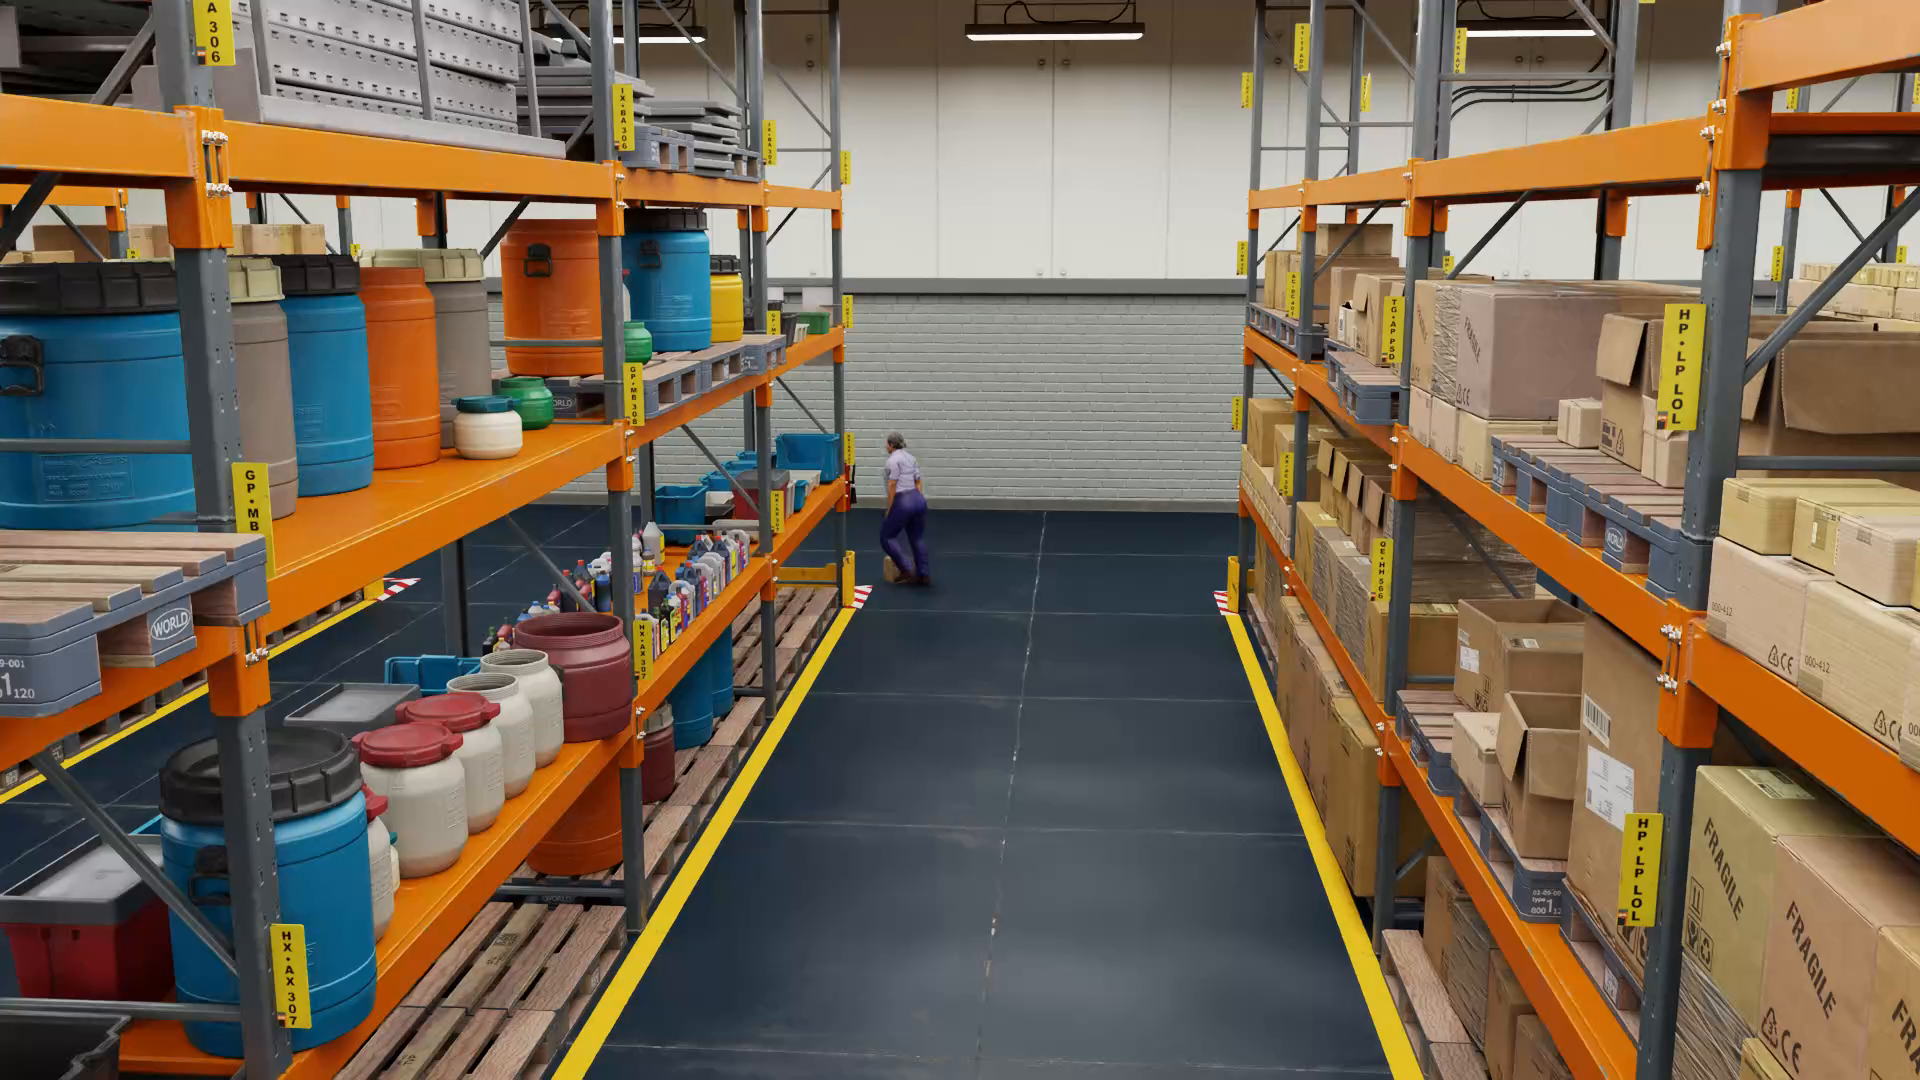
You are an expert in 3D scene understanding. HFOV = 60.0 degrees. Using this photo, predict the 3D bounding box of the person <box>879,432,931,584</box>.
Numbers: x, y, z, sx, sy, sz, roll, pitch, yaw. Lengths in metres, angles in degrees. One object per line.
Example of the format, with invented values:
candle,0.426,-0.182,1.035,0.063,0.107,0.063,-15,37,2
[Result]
person,-0.578,-0.332,17.683,0.521,1.618,0.504,8,13,36
